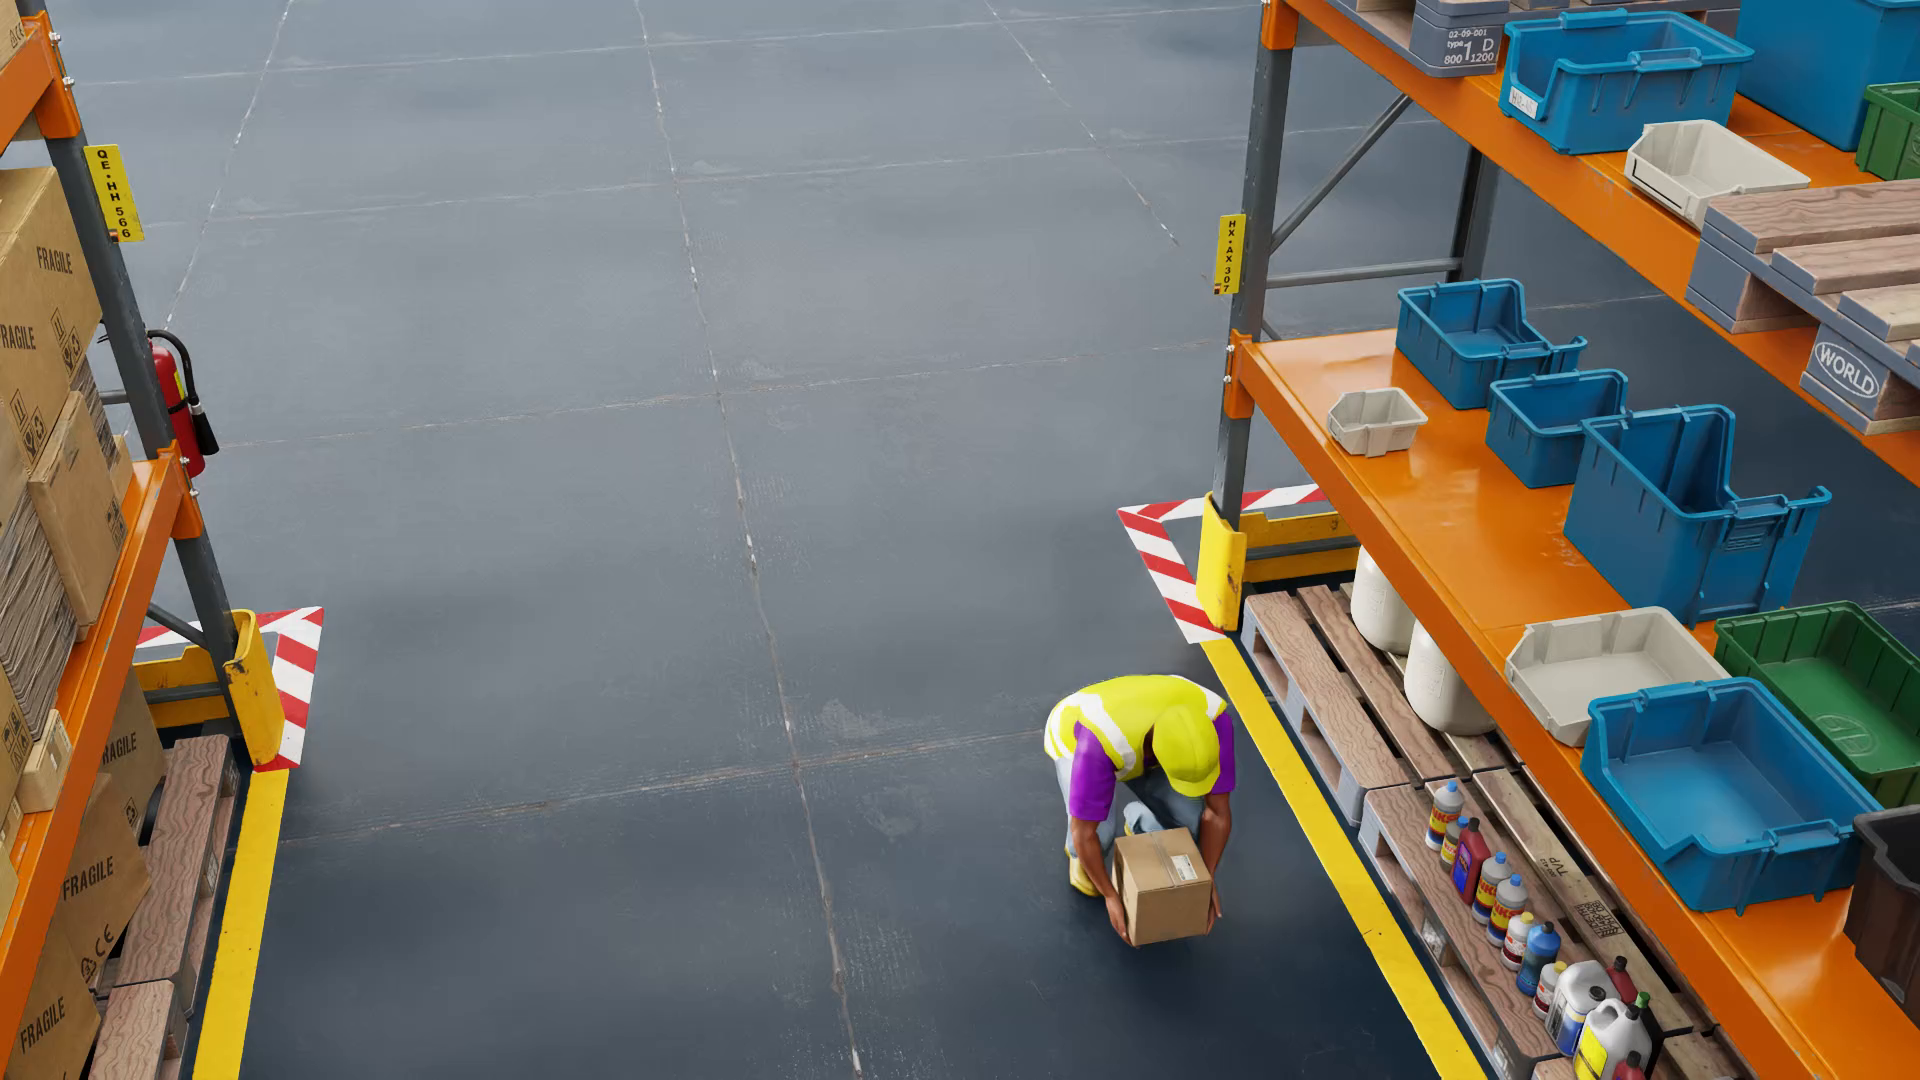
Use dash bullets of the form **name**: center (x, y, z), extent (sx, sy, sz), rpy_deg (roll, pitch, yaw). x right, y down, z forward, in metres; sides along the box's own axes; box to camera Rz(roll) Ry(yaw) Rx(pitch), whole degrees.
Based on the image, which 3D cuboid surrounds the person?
- **person**: center (0.612, 0.804, 5.630), extent (0.590, 0.995, 0.891), rpy_deg (-7, 35, -10)
